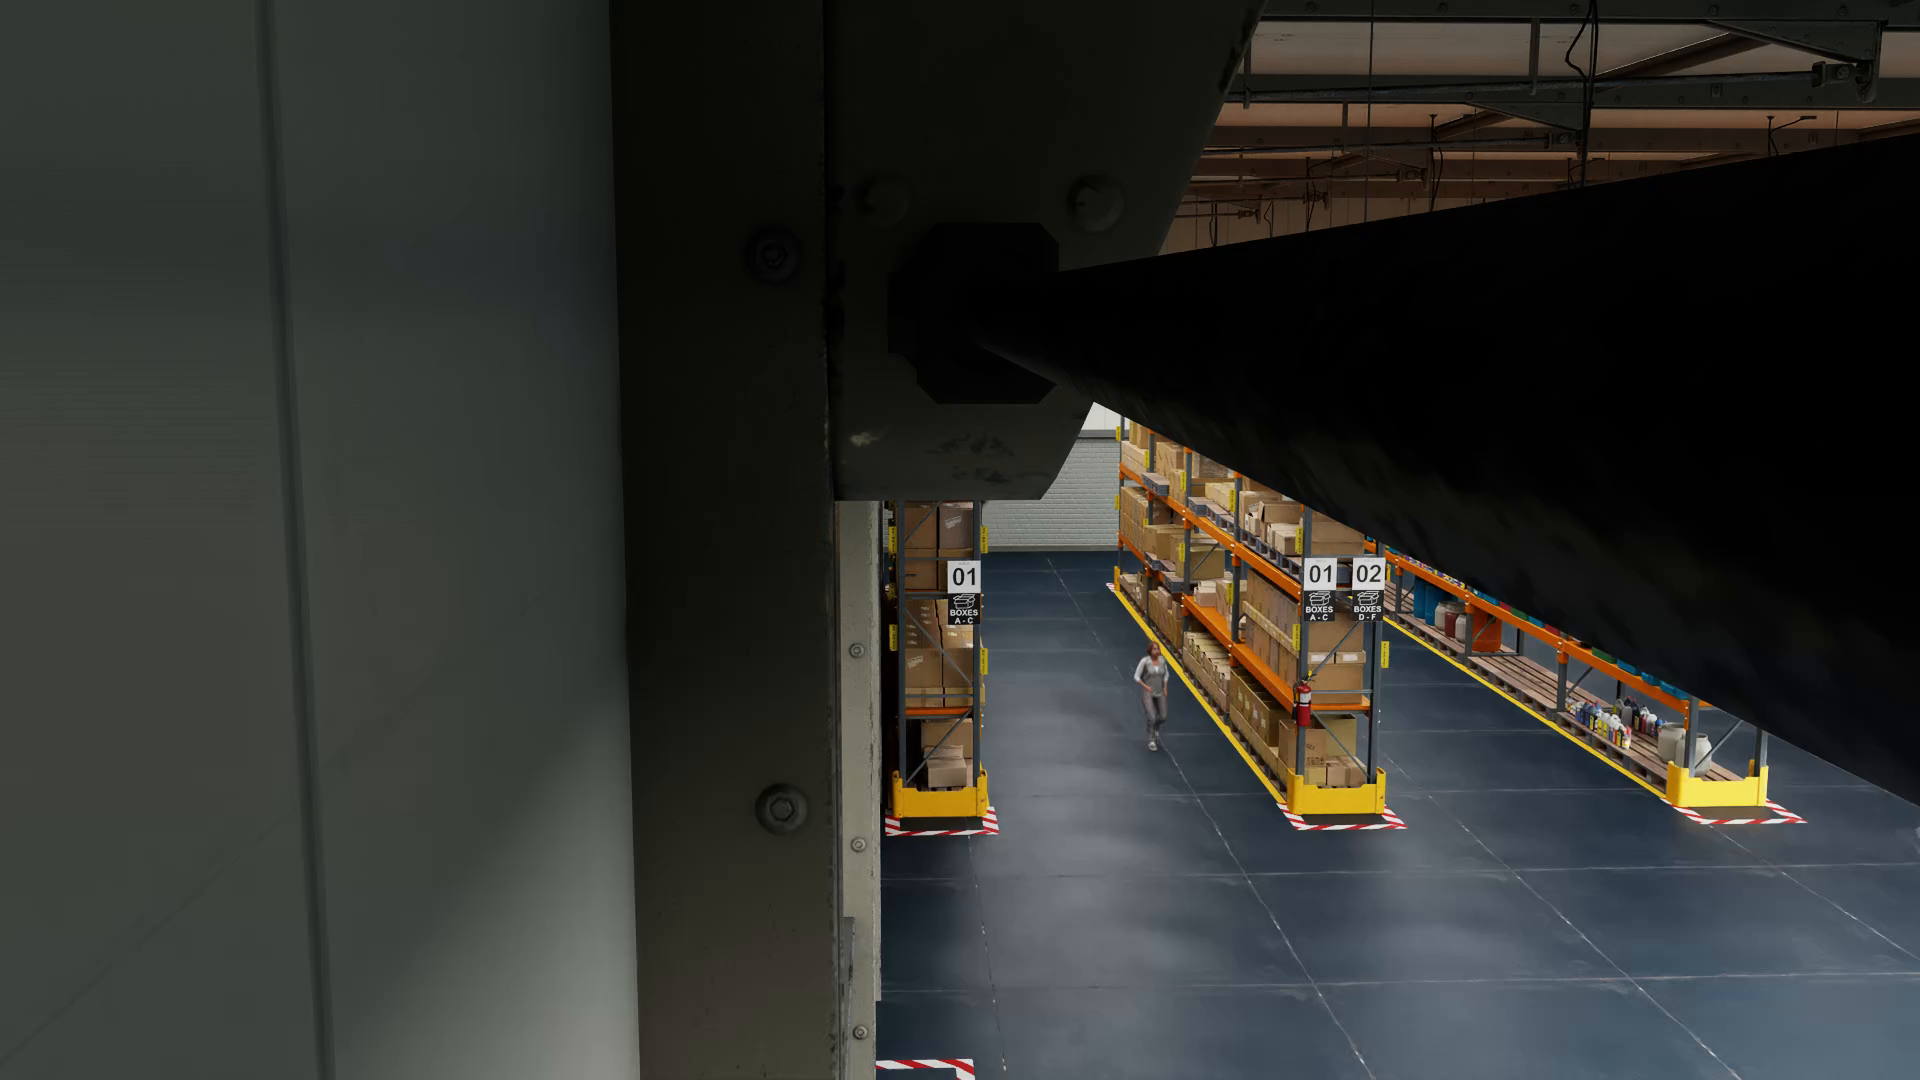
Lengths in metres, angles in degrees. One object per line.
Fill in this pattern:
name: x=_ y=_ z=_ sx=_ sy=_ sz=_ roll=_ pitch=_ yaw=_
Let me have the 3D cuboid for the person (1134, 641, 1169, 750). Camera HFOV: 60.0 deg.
person: x=2.722 y=2.195 z=23.473 sx=0.543 sy=1.567 sz=0.521 roll=-2 pitch=8 yaw=-12
